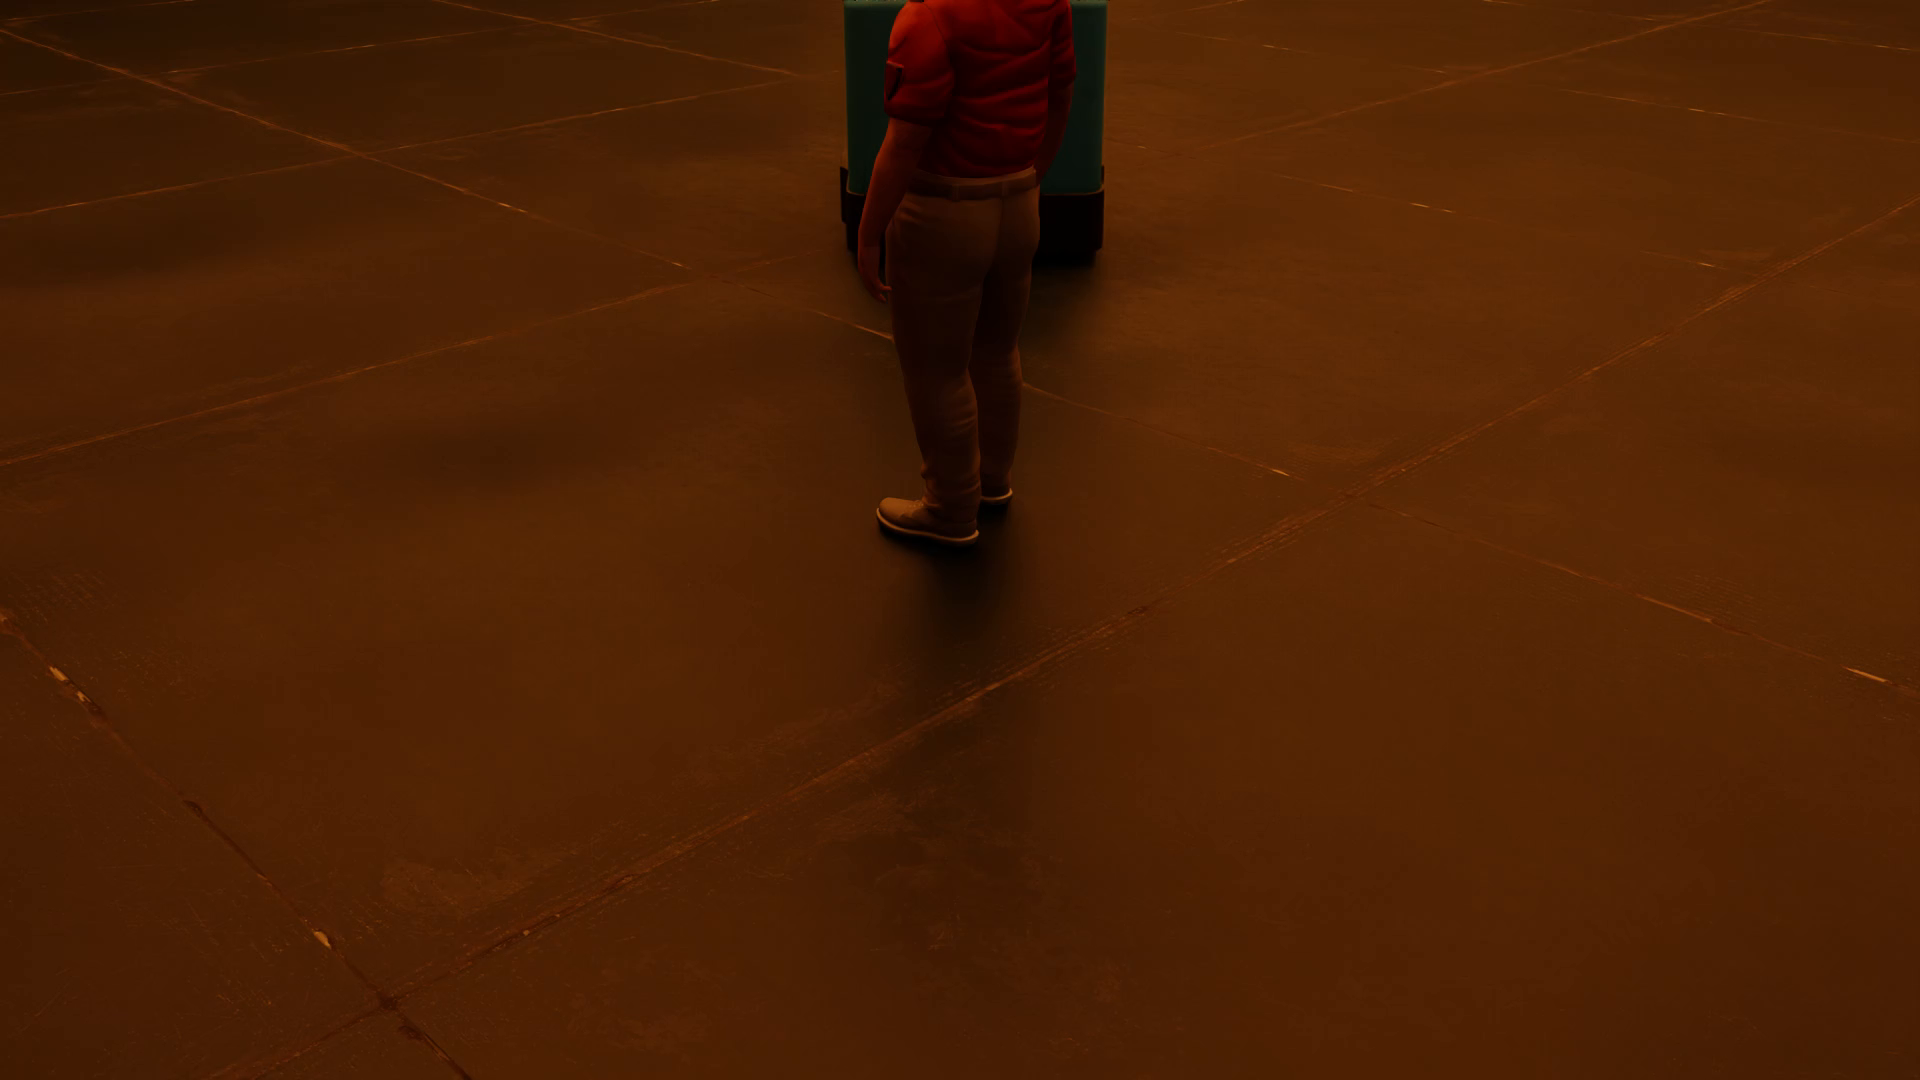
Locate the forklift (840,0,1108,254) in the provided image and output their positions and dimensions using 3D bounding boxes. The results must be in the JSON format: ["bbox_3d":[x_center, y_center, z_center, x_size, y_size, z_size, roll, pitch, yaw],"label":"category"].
[{"bbox_3d":[0.030,-3.082,7.499,1.130,2.935,3.031,-1,26,-1],"label":"forklift"}]

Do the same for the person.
[{"bbox_3d":[-0.055,-0.815,4.223,0.642,1.727,0.550,-24,35,-39],"label":"person"}]
